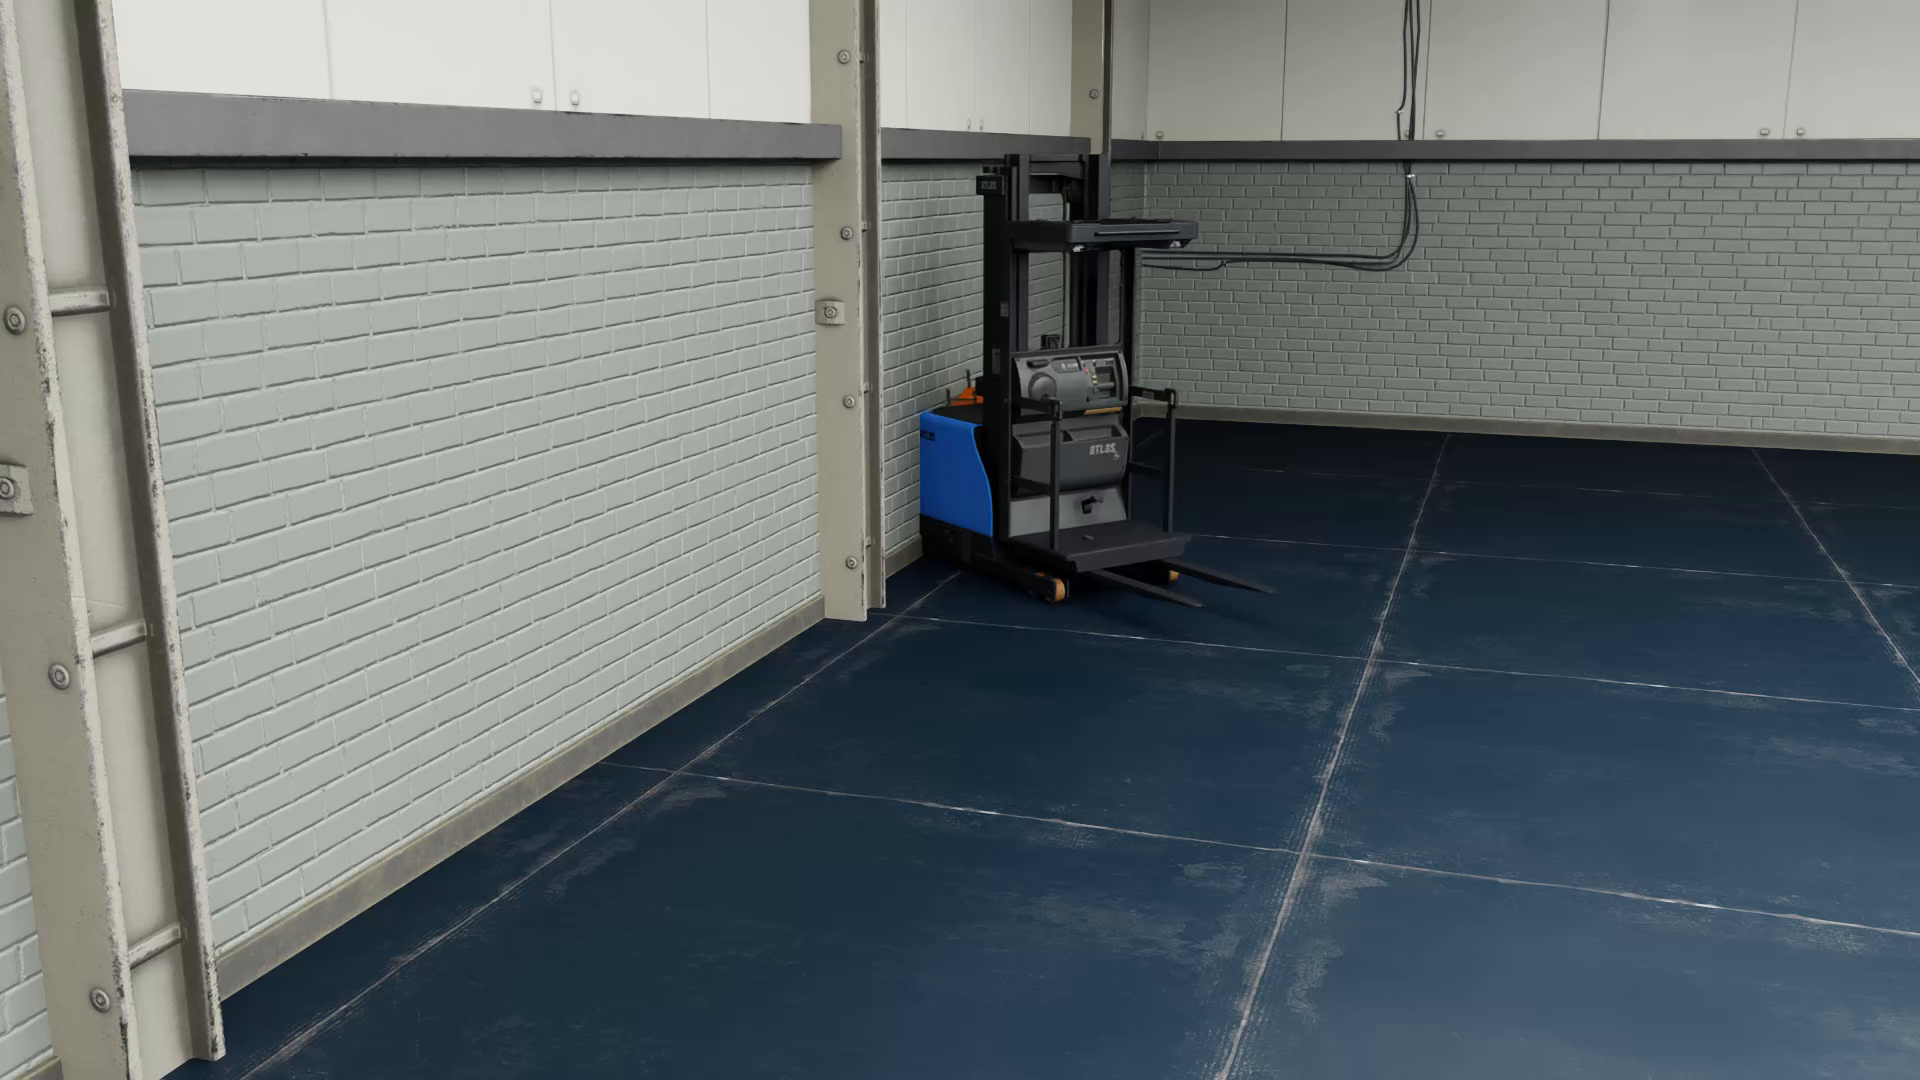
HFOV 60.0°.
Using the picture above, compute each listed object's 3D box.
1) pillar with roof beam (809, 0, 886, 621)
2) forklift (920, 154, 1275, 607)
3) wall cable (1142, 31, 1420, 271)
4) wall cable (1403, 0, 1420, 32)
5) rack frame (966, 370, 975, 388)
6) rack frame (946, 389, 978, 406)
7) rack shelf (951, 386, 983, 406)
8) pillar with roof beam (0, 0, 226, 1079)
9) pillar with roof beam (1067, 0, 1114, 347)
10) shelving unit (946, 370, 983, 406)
[{"bbox_3d":[3.372,-3.606,8.565,9.100,9.000,0.400,4,14,18],"label":"pillar with roof beam"},{"bbox_3d":[0.894,-1.128,11.341,1.130,2.935,3.031,-8,15,-32],"label":"forklift"},{"bbox_3d":[3.444,-4.191,18.104,3.097,2.526,0.112,4,14,18],"label":"wall cable"},{"bbox_3d":[6.004,-6.458,16.689,3.097,2.526,0.112,4,14,18],"label":"wall cable"},{"bbox_3d":[0.219,-0.790,13.346,0.240,1.200,0.015,3,24,19],"label":"rack frame"},{"bbox_3d":[0.064,-0.598,12.925,0.240,1.200,0.015,3,24,19],"label":"rack frame"},{"bbox_3d":[0.106,-1.055,12.985,0.258,0.148,0.480,3,24,19],"label":"rack shelf"},{"bbox_3d":[1.431,-2.343,3.030,9.100,9.000,0.400,4,14,18],"label":"pillar with roof beam"},{"bbox_3d":[5.313,-4.870,14.100,9.100,9.000,0.400,4,14,18],"label":"pillar with roof beam"},{"bbox_3d":[0.141,-0.694,13.136,0.258,1.200,0.503,3,24,19],"label":"shelving unit"}]
